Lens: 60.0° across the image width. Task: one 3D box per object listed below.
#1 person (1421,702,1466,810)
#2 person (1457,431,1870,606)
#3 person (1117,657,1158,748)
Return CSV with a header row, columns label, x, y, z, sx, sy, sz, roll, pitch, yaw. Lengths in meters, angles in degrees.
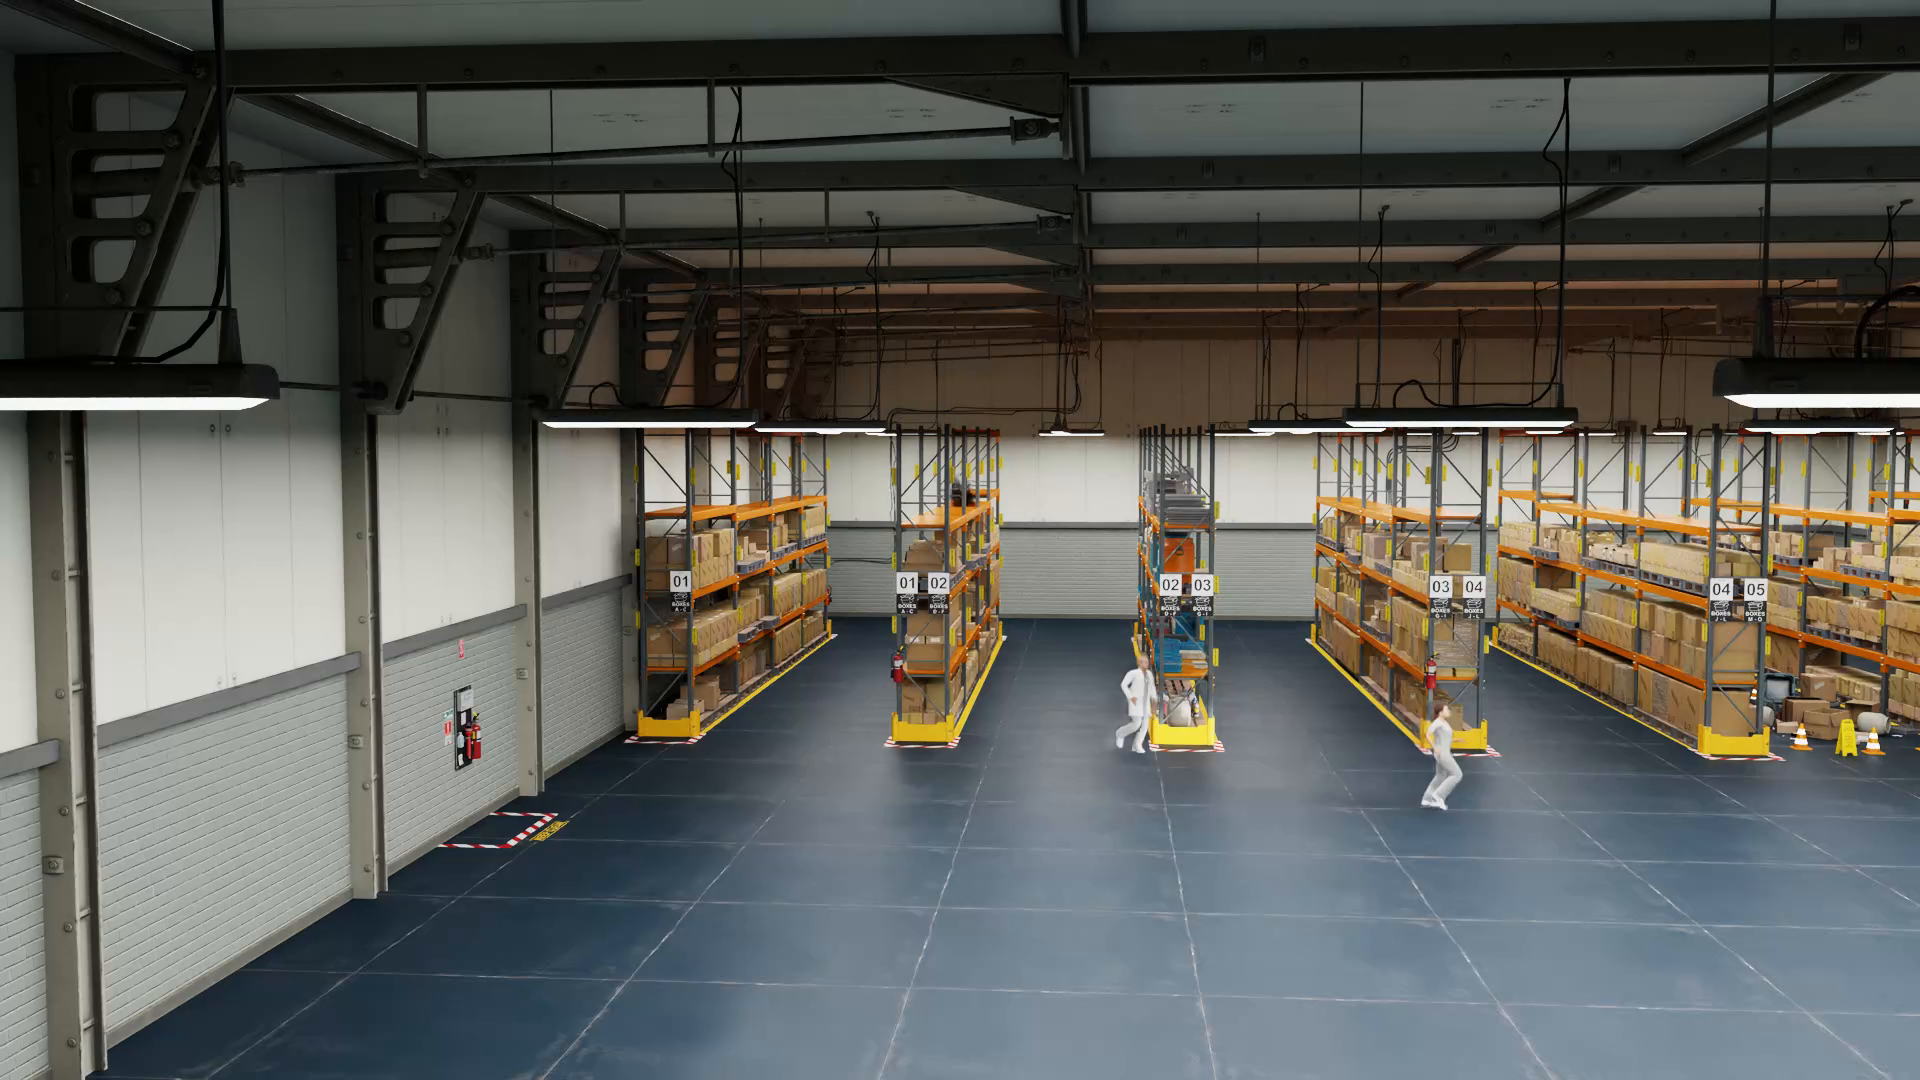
label,x,y,z,sx,sy,sz,roll,pitch,yaw
person,7.452,3.321,25.613,0.653,1.641,0.536,1,4,22
person,20.092,-0.584,47.961,12.826,5.213,7.920,1,4,9
person,0.644,3.842,16.716,21.506,1.735,19.702,-3,4,-36
